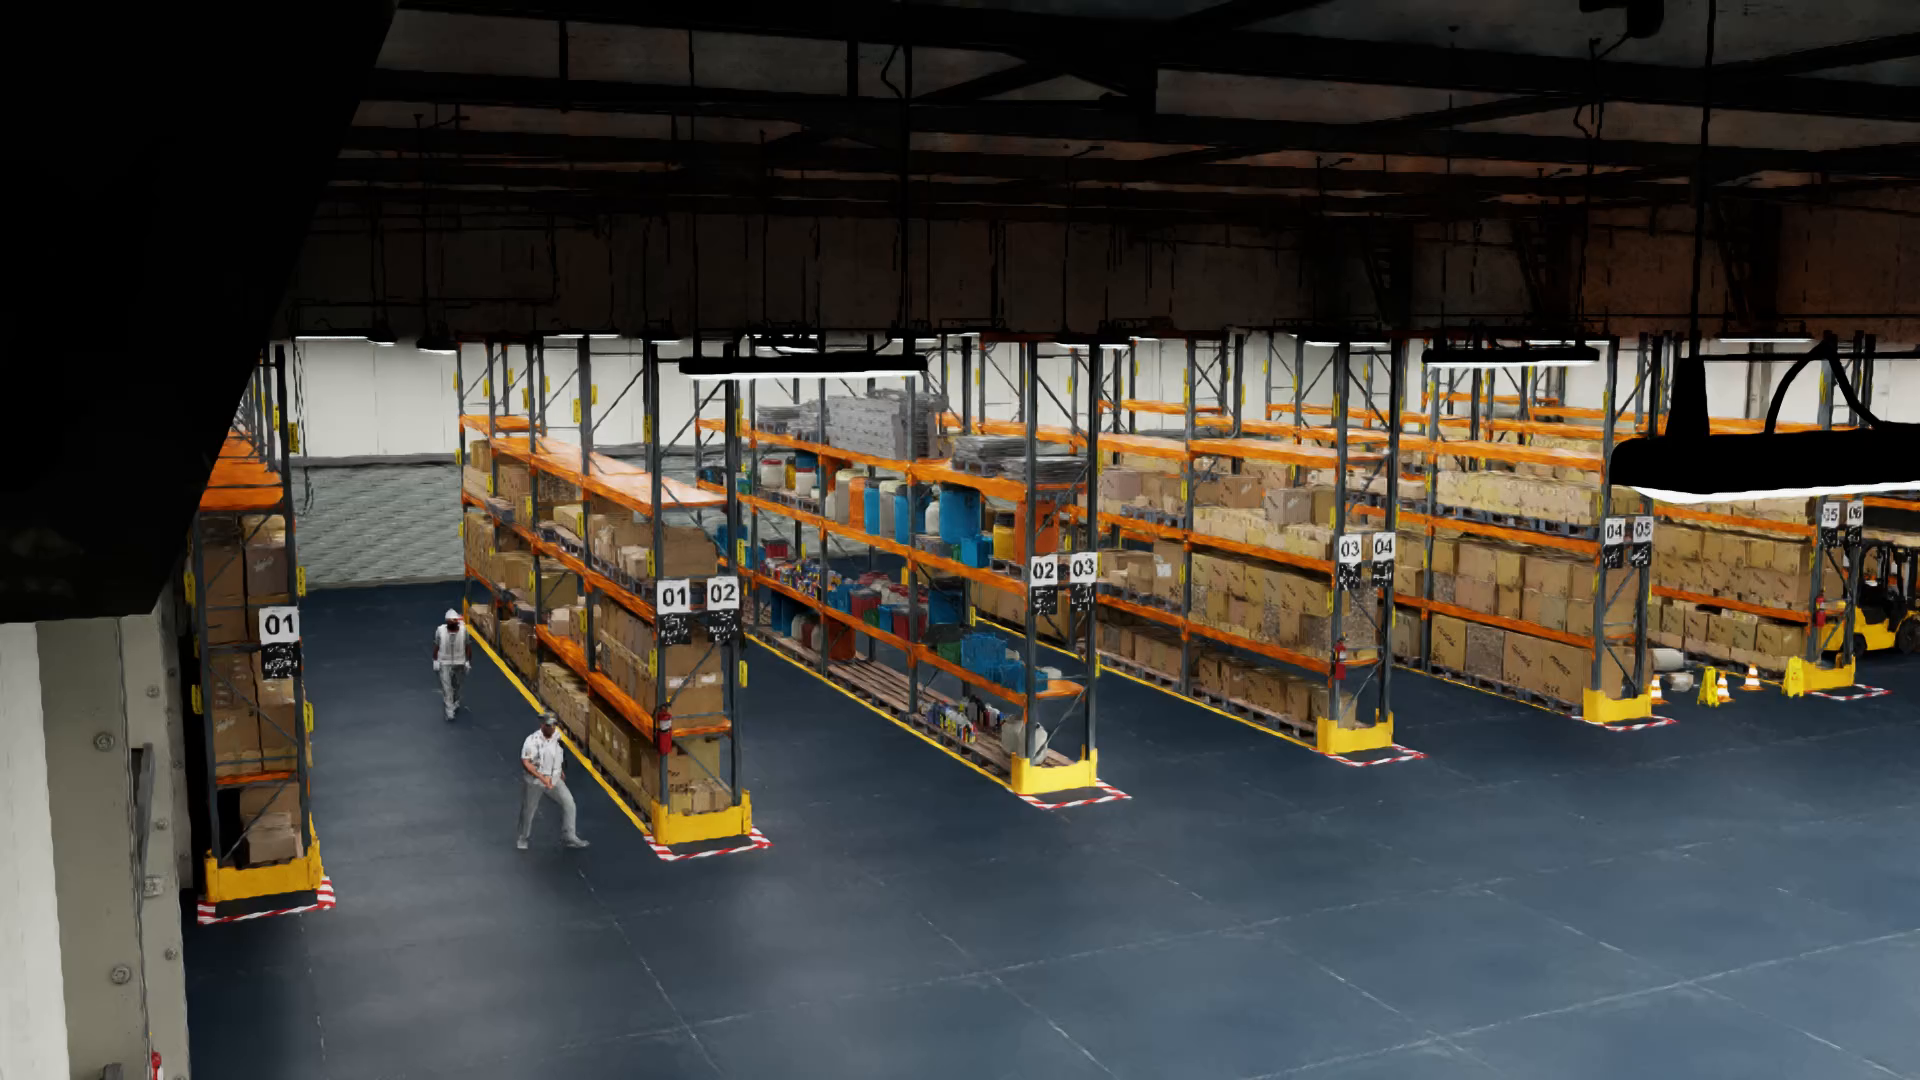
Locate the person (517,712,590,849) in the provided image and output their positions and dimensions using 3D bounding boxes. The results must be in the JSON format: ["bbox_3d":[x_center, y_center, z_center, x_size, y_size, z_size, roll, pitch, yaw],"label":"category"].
[{"bbox_3d":[-4.917,2.834,19.741,0.701,1.696,0.815,-7,11,-44],"label":"person"}]

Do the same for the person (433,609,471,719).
[{"bbox_3d":[-8.026,1.928,26.355,0.563,1.707,1.127,-4,9,-27],"label":"person"}]

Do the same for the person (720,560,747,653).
[{"bbox_3d":[-4.332,1.213,31.349,0.612,1.772,0.674,0,8,1],"label":"person"}]
